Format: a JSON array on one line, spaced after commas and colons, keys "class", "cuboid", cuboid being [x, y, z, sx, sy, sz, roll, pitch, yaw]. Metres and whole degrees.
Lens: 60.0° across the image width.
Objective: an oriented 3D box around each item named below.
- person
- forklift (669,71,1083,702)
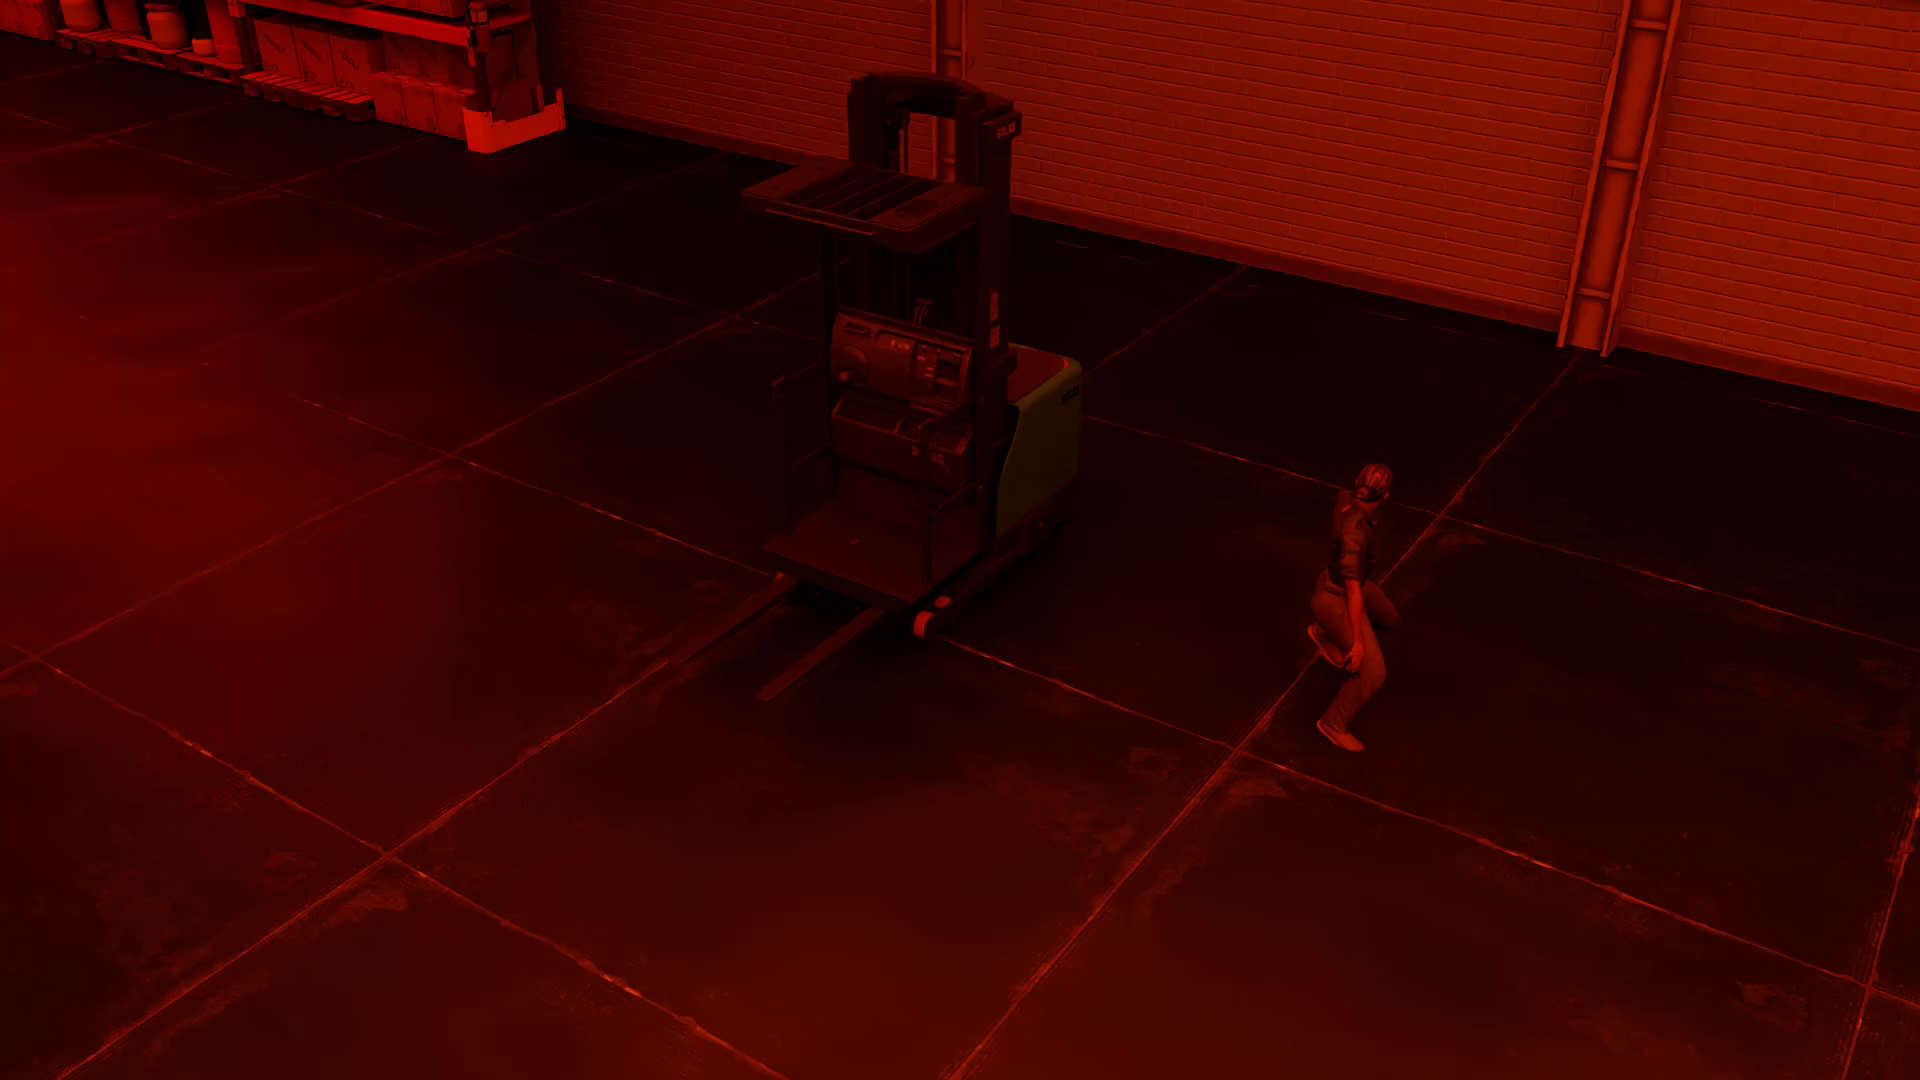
[{"class": "person", "cuboid": [2.020, 0.298, 8.525, 0.486, 1.545, 0.995, 9, 31, 16]}, {"class": "forklift", "cuboid": [-0.455, -0.967, 9.246, 1.130, 2.935, 3.031, 18, 35, 28]}]
